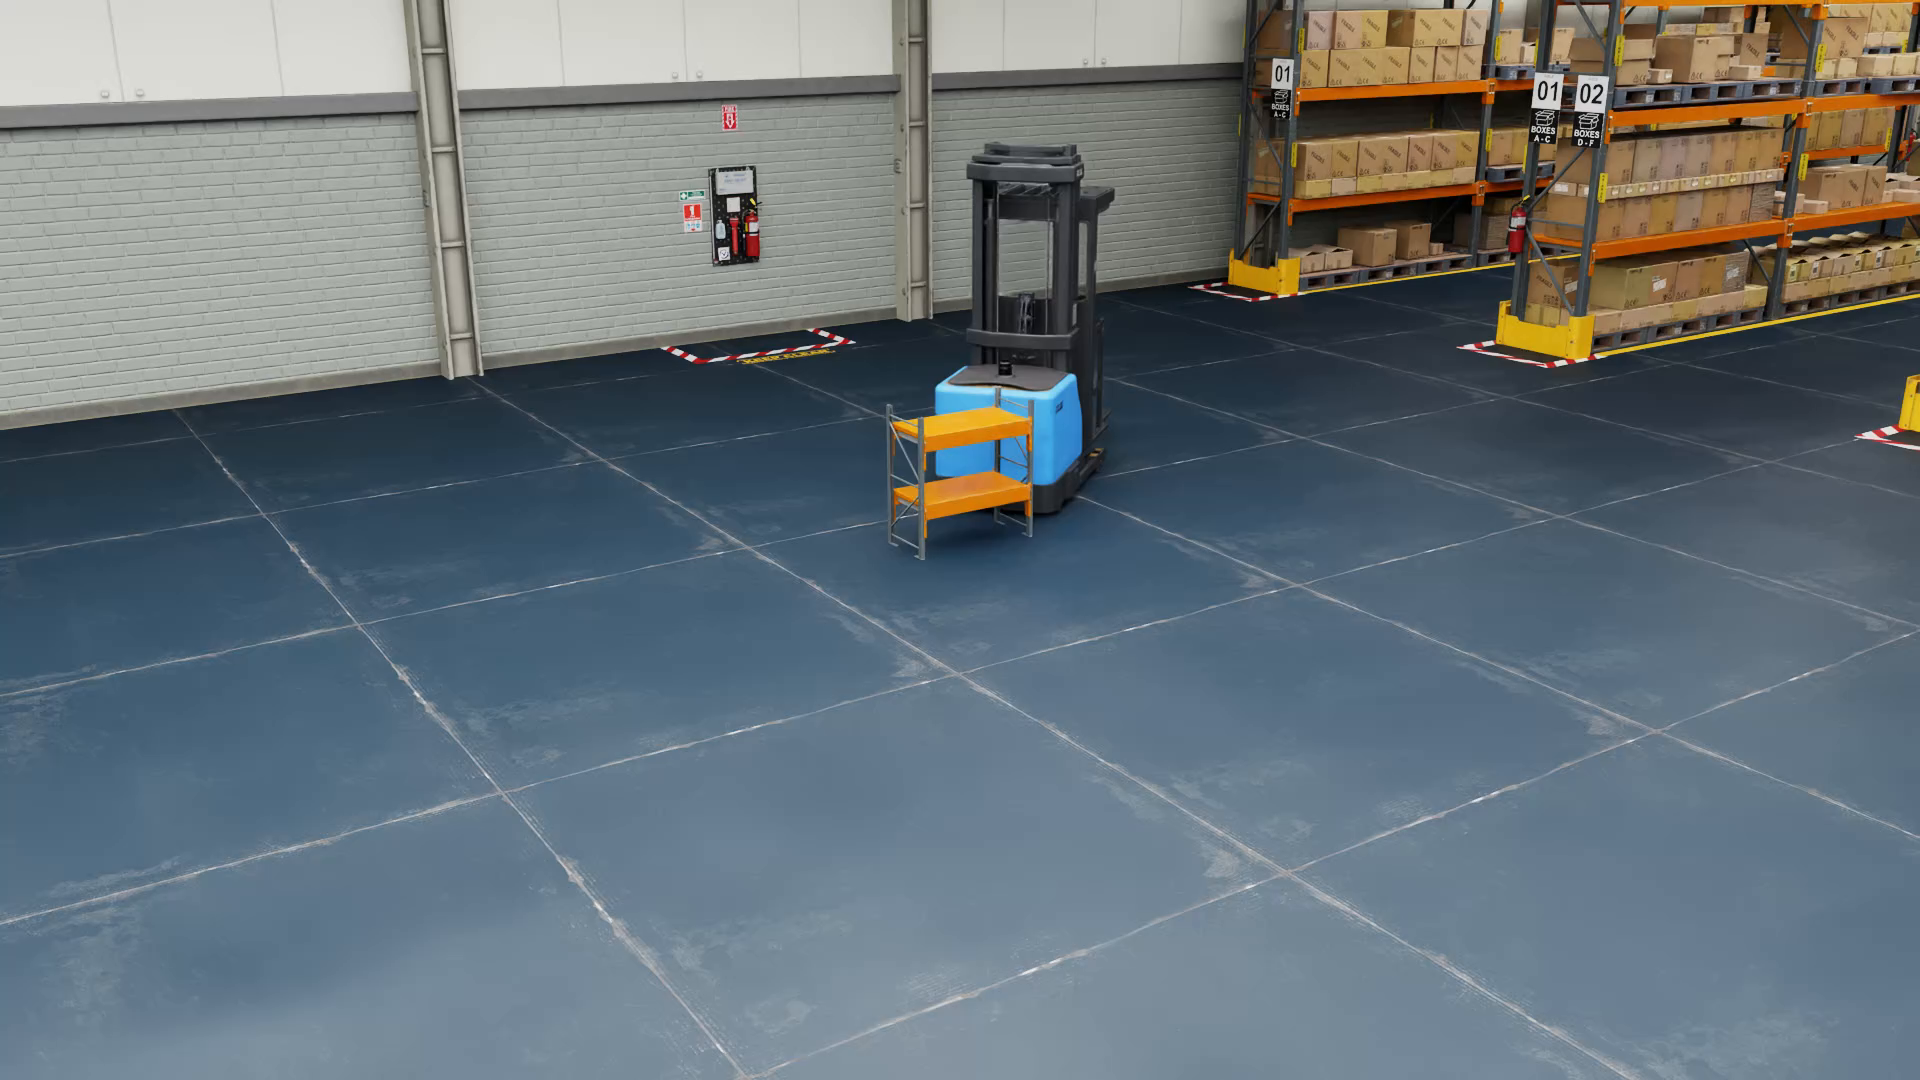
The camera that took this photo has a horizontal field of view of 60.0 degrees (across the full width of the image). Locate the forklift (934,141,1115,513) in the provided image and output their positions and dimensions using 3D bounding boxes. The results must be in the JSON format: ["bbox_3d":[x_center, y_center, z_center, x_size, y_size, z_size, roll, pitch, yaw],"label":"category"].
[{"bbox_3d":[0.714,-2.043,14.711,1.130,2.935,3.031,6,20,17],"label":"forklift"}]

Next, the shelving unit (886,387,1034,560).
[{"bbox_3d":[0.006,-0.534,13.068,1.048,1.125,0.538,-12,22,-31],"label":"shelving unit"}]

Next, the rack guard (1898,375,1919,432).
[{"bbox_3d":[9.788,-1.235,16.117,0.348,0.500,1.175,-12,22,-31],"label":"rack guard"}]

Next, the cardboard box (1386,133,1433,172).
[{"bbox_3d":[6.578,-5.700,24.454,0.500,0.500,0.500,-13,22,-33],"label":"cardboard box"}]

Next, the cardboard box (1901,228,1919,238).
[{"bbox_3d":[14.363,-4.380,24.732,0.500,0.500,0.500,-11,22,-29],"label":"cardboard box"}]

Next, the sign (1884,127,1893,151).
[{"bbox_3d":[13.404,-5.782,23.981,0.005,0.325,0.100,-12,22,-31],"label":"sign"}]

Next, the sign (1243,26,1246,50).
[{"bbox_3d":[4.013,-7.036,23.306,0.005,0.325,0.100,-12,22,-31],"label":"sign"}]

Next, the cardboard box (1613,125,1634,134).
[{"bbox_3d":[10.596,-6.623,27.307,0.500,0.500,0.700,-15,24,-38],"label":"cardboard box"}]

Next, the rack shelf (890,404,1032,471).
[{"bbox_3d":[0.006,-0.811,12.974,1.000,0.278,0.538,-12,22,-31],"label":"rack shelf"}]

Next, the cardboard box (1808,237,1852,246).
[{"bbox_3d":[12.251,-4.092,23.428,0.500,0.311,0.500,-13,22,-33],"label":"cardboard box"}]

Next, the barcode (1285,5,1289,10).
[{"bbox_3d":[4.620,-7.528,23.491,0.075,0.075,0.001,-12,22,-31],"label":"barcode"}]

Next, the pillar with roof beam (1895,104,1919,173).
[{"bbox_3d":[21.812,-10.259,29.539,0.400,9.000,9.100,-12,22,-31],"label":"pillar with roof beam"}]

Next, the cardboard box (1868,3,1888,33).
[{"bbox_3d":[16.348,-9.432,30.027,0.500,0.500,0.500,-13,23,-34],"label":"cardboard box"}]

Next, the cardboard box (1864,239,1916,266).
[{"bbox_3d":[12.978,-4.038,23.269,0.500,0.311,0.500,-12,22,-32],"label":"cardboard box"}]

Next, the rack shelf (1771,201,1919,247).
[{"bbox_3d":[12.040,-4.435,22.802,4.000,0.370,1.077,-12,22,-31],"label":"rack shelf"}]

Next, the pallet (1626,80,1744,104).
[{"bbox_3d":[8.654,-5.432,20.082,1.213,0.211,1.003,-12,22,-31],"label":"pallet"}]

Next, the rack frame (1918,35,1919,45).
[{"bbox_3d":[17.665,-10.703,30.854,0.127,3.000,1.000,-12,22,-31],"label":"rack frame"}]

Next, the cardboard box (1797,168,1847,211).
[{"bbox_3d":[11.460,-4.694,22.291,0.500,0.500,0.500,-10,21,-28],"label":"cardboard box"}]

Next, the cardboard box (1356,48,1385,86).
[{"bbox_3d":[5.618,-6.691,23.480,0.500,0.500,0.500,-11,21,-29],"label":"cardboard box"}]

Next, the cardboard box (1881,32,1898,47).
[{"bbox_3d":[16.765,-9.166,30.411,0.500,0.250,0.500,-13,23,-33],"label":"cardboard box"}]

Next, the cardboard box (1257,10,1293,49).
[{"bbox_3d":[4.518,-7.140,23.250,0.500,0.500,0.500,-11,21,-29],"label":"cardboard box"}]

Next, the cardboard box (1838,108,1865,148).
[{"bbox_3d":[16.001,-7.648,30.715,0.700,0.700,0.980,-13,23,-34],"label":"cardboard box"}]

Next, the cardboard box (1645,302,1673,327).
[{"bbox_3d":[8.433,-2.827,20.561,0.500,0.250,0.500,-12,22,-31],"label":"cardboard box"}]

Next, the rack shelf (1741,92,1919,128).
[{"bbox_3d":[12.040,-5.856,22.322,4.000,0.370,1.077,-12,22,-31],"label":"rack shelf"}]

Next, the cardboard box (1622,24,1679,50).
[{"bbox_3d":[11.349,-8.228,27.373,0.500,0.500,0.700,-14,23,-36],"label":"cardboard box"}]

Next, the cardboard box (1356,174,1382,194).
[{"bbox_3d":[5.739,-5.166,24.045,0.500,0.250,0.500,-12,22,-32],"label":"cardboard box"}]

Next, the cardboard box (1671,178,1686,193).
[{"bbox_3d":[8.550,-4.312,20.148,0.250,0.149,0.380,-12,22,-32],"label":"cardboard box"}]

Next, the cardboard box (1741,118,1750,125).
[{"bbox_3d":[13.232,-7.027,28.695,0.500,0.500,0.500,-12,22,-31],"label":"cardboard box"}]

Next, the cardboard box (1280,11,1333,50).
[{"bbox_3d":[4.757,-6.998,22.827,0.500,0.500,0.500,-14,23,-35],"label":"cardboard box"}]

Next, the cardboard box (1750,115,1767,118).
[{"bbox_3d":[13.642,-7.472,28.839,0.500,0.250,0.500,-11,22,-30],"label":"cardboard box"}]

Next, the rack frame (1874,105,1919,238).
[{"bbox_3d":[13.711,-5.128,23.729,0.127,3.000,1.000,-12,22,-31],"label":"rack frame"}]

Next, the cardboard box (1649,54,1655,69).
[{"bbox_3d":[8.311,-5.734,20.104,0.500,0.311,0.500,-9,21,-25],"label":"cardboard box"}]

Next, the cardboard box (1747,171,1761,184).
[{"bbox_3d":[9.836,-4.583,20.948,0.250,0.149,0.380,-13,22,-33],"label":"cardboard box"}]

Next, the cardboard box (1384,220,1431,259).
[{"bbox_3d":[6.798,-4.578,25.320,0.500,0.500,0.500,-14,23,-35],"label":"cardboard box"}]

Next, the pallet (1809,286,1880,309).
[{"bbox_3d":[11.984,-3.459,23.146,1.213,0.211,1.003,-12,22,-31],"label":"pallet"}]

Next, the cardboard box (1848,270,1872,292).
[{"bbox_3d":[12.127,-3.595,22.834,0.500,0.250,0.500,-11,22,-30],"label":"cardboard box"}]

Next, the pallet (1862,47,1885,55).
[{"bbox_3d":[16.031,-8.891,30.314,1.213,0.211,1.003,-12,22,-31],"label":"pallet"}]

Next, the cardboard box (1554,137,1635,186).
[{"bbox_3d":[7.471,-4.469,19.598,0.500,0.500,0.700,-12,22,-31],"label":"cardboard box"}]

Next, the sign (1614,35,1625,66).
[{"bbox_3d":[7.330,-5.442,18.486,0.005,0.325,0.100,-12,22,-31],"label":"sign"}]

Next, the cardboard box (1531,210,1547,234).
[{"bbox_3d":[9.100,-5.090,26.832,0.500,0.500,0.700,-12,22,-31],"label":"cardboard box"}]

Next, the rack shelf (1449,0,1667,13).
[{"bbox_3d":[9.313,-8.412,25.823,4.000,0.370,1.077,-12,22,-31],"label":"rack shelf"}]

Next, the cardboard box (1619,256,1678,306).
[{"bbox_3d":[8.427,-3.185,20.450,0.500,0.500,0.500,-12,22,-31],"label":"cardboard box"}]

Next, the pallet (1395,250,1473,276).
[{"bbox_3d":[7.101,-4.299,25.631,1.213,0.211,1.003,-12,22,-31],"label":"pallet"}]

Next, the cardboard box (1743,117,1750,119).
[{"bbox_3d":[13.216,-7.382,28.573,0.500,0.250,0.500,-11,22,-30],"label":"cardboard box"}]

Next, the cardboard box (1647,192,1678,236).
[{"bbox_3d":[8.280,-4.025,20.310,0.500,0.500,0.700,-12,22,-31],"label":"cardboard box"}]

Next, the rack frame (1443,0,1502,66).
[{"bbox_3d":[7.643,-8.590,24.602,0.127,3.000,1.000,-12,22,-31],"label":"rack frame"}]

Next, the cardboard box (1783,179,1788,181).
[{"bbox_3d":[15.426,-6.363,30.631,0.500,0.500,0.700,-12,22,-32],"label":"cardboard box"}]

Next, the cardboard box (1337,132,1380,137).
[{"bbox_3d":[5.854,-5.744,24.582,0.500,0.500,0.500,-12,22,-31],"label":"cardboard box"}]

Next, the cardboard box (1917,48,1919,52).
[{"bbox_3d":[14.057,-6.682,23.487,0.500,0.500,0.910,-12,22,-31],"label":"cardboard box"}]

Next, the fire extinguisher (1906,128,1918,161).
[{"bbox_3d":[18.044,-7.551,31.600,0.183,0.674,0.296,-12,22,-31],"label":"fire extinguisher"}]

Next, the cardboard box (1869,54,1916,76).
[{"bbox_3d":[12.451,-6.387,22.348,0.500,0.250,0.500,-12,22,-32],"label":"cardboard box"}]

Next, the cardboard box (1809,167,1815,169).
[{"bbox_3d":[16.072,-6.885,31.161,0.250,0.149,0.380,-12,22,-31],"label":"cardboard box"}]

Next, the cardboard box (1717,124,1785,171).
[{"bbox_3d":[10.003,-5.005,21.185,0.500,0.500,0.700,-12,22,-31],"label":"cardboard box"}]

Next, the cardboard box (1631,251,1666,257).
[{"bbox_3d":[8.559,-3.412,21.121,0.500,0.500,0.500,-12,22,-31],"label":"cardboard box"}]

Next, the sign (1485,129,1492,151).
[{"bbox_3d":[7.947,-6.014,24.998,0.005,0.325,0.100,-12,22,-31],"label":"sign"}]
